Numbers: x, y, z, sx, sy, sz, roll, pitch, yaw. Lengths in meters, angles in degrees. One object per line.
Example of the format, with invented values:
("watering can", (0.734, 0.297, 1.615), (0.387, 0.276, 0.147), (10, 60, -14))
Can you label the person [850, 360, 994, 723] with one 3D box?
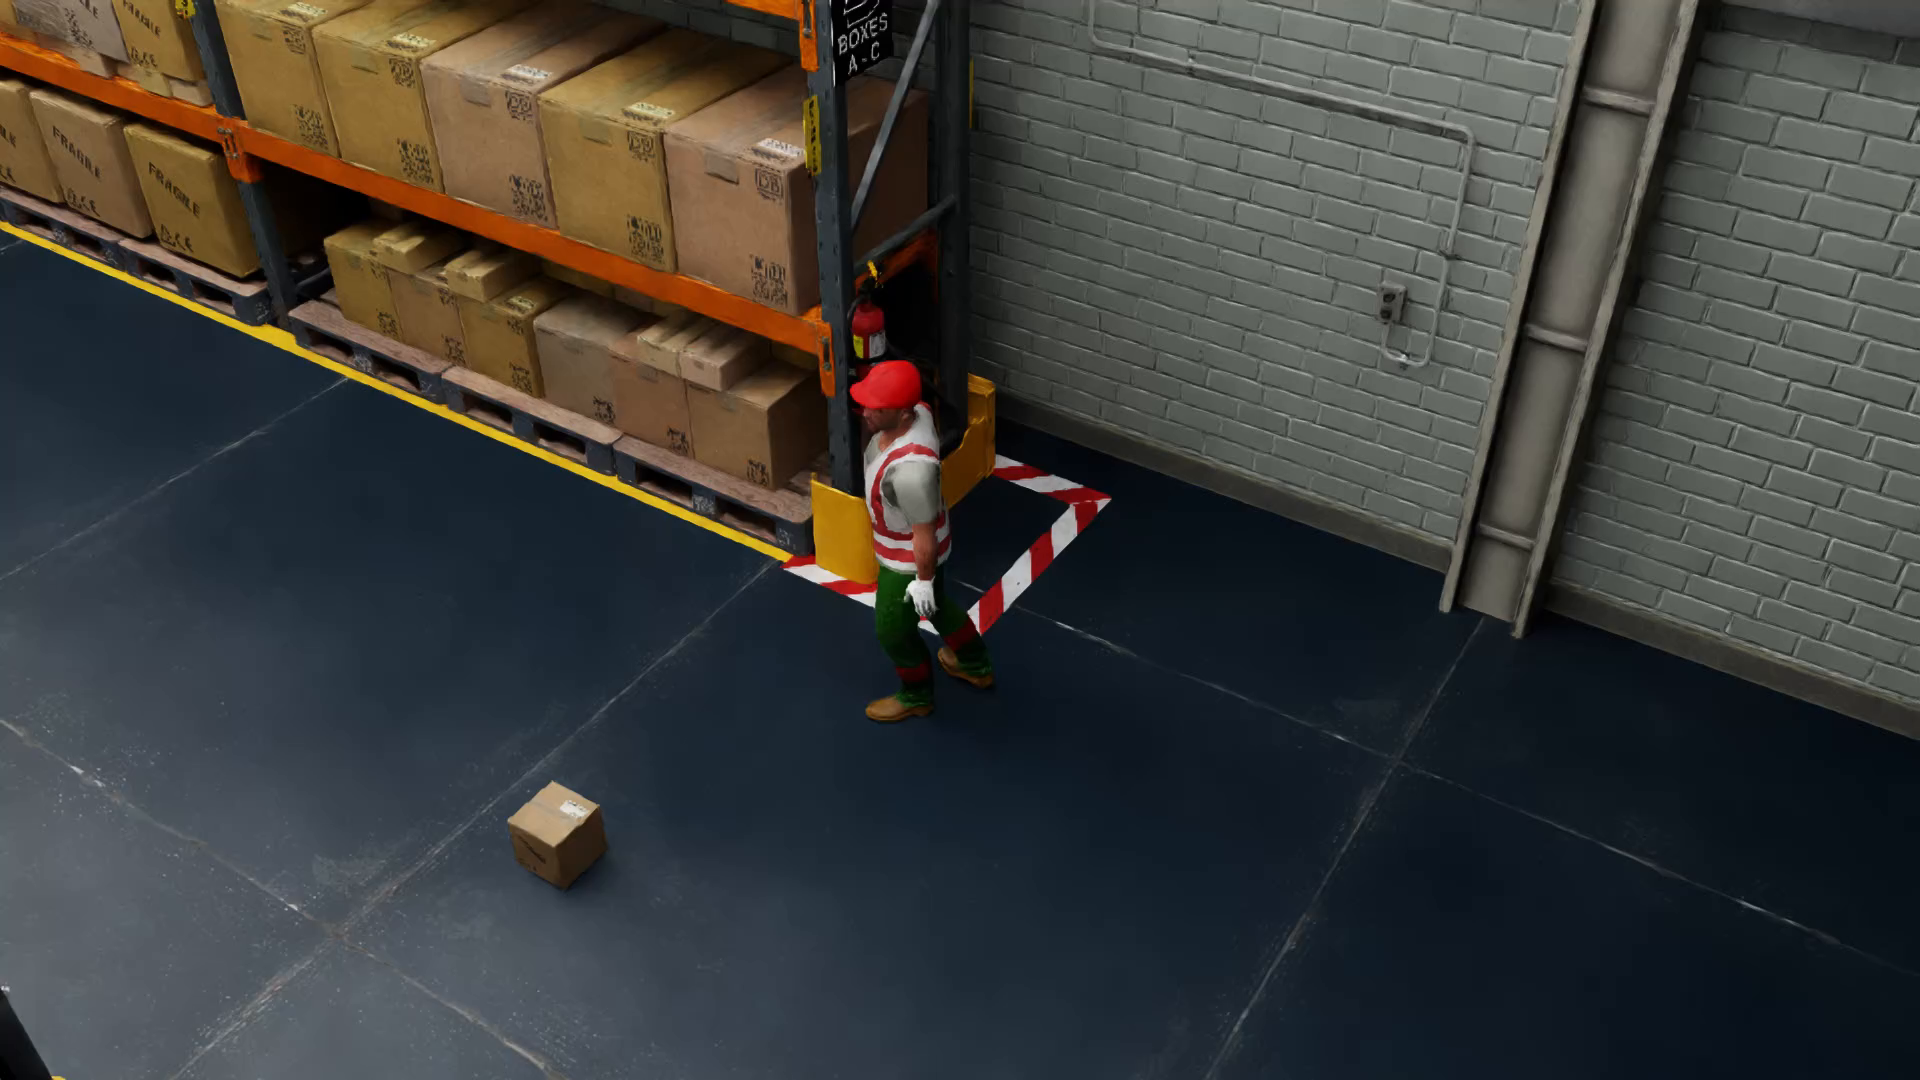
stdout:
("person", (-0.128, 0.013, 6.648), (0.562, 1.777, 0.584), (-1, 38, -2))
